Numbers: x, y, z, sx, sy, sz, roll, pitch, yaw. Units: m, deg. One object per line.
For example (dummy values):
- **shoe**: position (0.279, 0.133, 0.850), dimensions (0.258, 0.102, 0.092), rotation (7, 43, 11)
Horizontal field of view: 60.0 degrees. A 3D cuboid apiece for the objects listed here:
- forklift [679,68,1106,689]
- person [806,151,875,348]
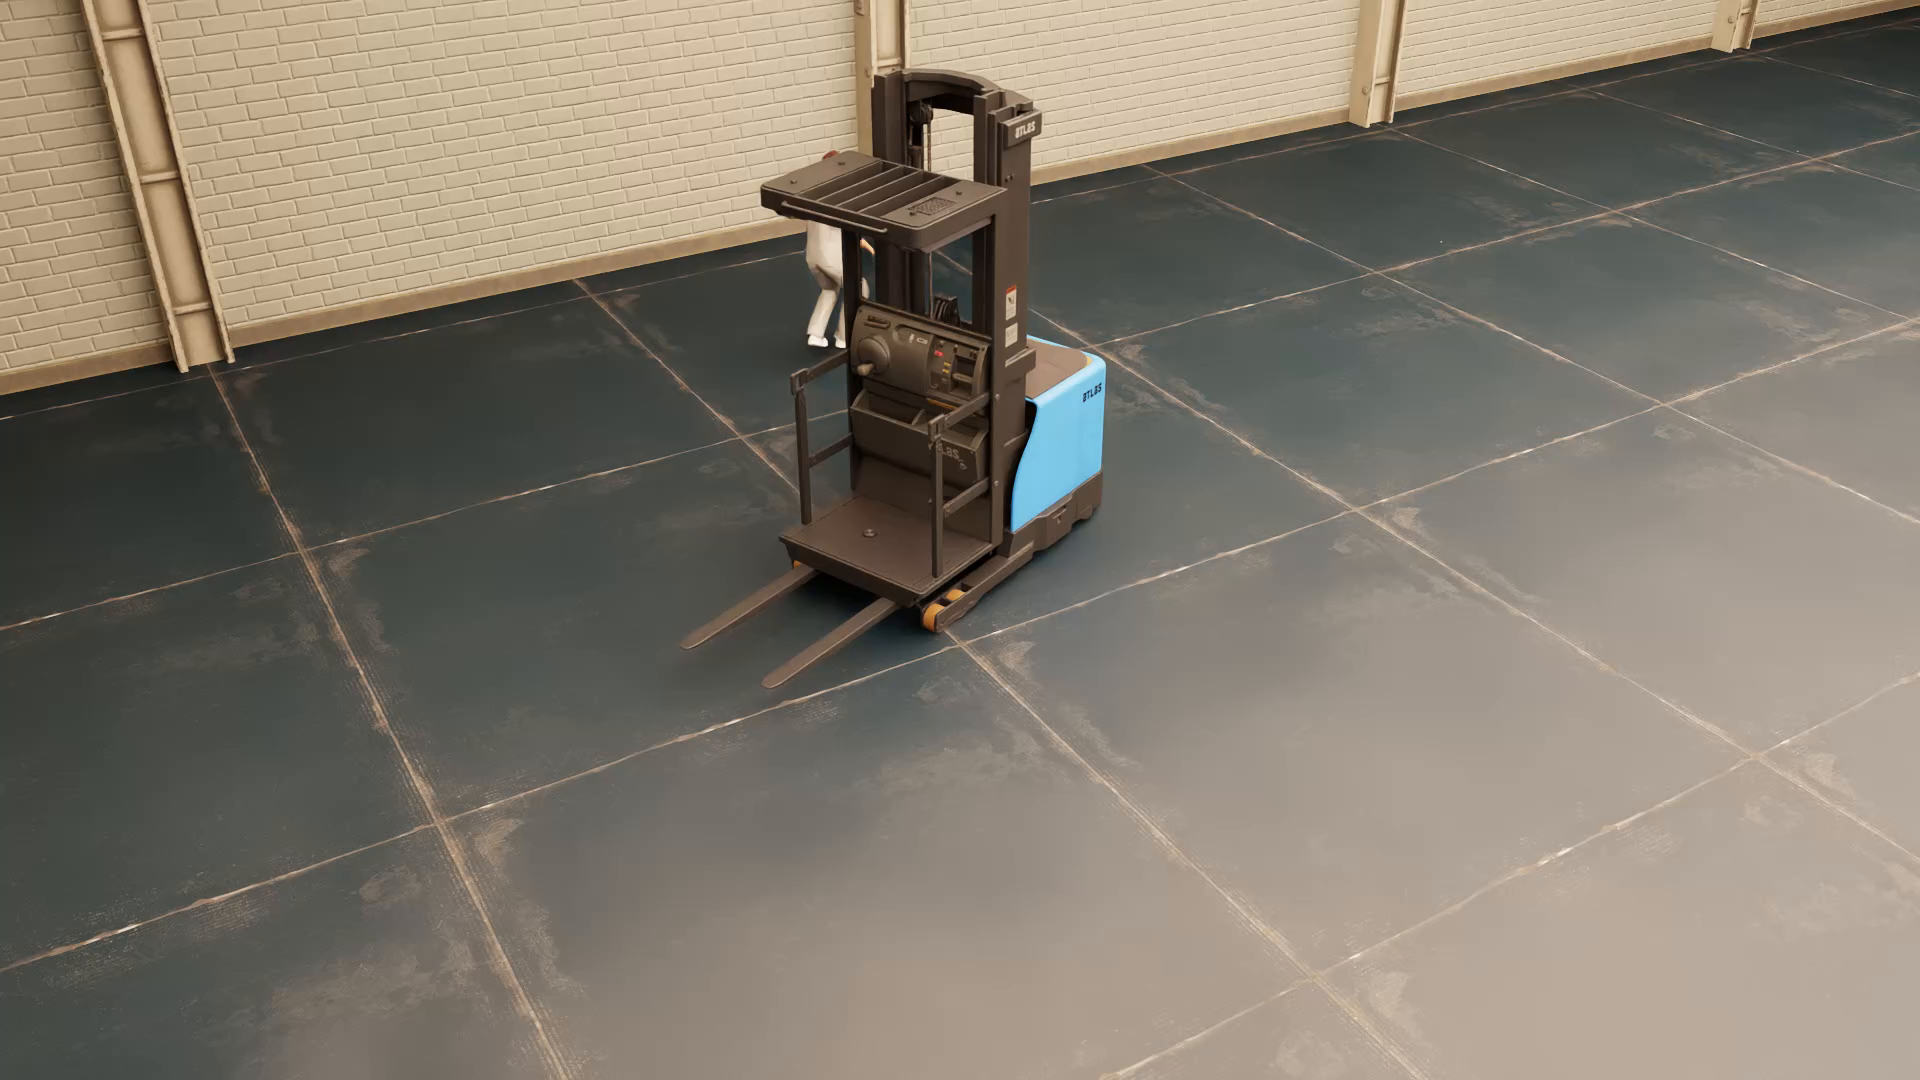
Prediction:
- **forklift**: position (-0.365, -1.007, 9.329), dimensions (1.130, 2.935, 3.031), rotation (21, 37, 31)
- **person**: position (-0.872, -2.168, 12.619), dimensions (0.737, 1.546, 0.733), rotation (27, 40, 37)
